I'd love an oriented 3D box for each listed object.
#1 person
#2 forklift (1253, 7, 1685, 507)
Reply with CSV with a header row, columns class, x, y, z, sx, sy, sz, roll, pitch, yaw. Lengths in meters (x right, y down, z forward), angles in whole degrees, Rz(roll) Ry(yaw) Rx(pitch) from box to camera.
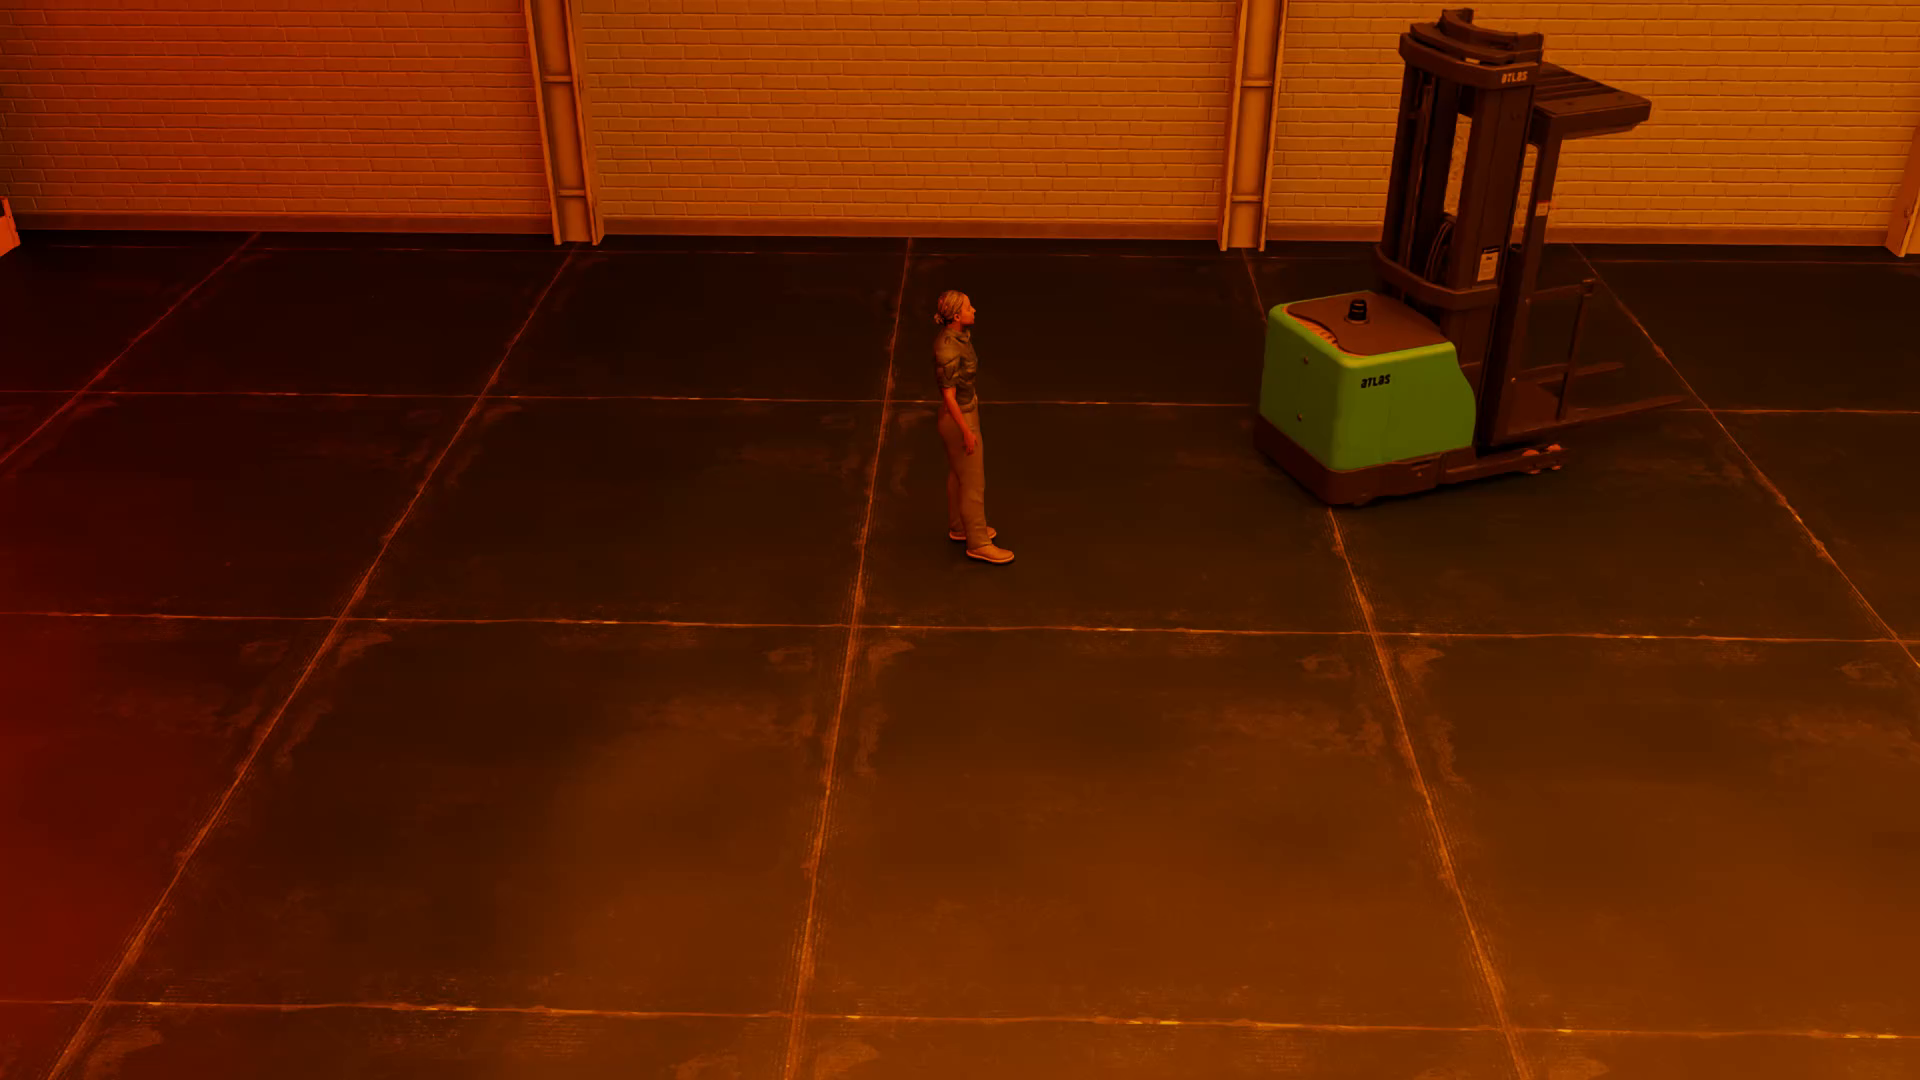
class,x,y,z,sx,sy,sz,roll,pitch,yaw
person,0.087,-0.708,10.058,0.503,1.656,0.570,1,31,1
forklift,3.599,-1.943,10.909,3.031,2.935,1.130,-11,32,-18
